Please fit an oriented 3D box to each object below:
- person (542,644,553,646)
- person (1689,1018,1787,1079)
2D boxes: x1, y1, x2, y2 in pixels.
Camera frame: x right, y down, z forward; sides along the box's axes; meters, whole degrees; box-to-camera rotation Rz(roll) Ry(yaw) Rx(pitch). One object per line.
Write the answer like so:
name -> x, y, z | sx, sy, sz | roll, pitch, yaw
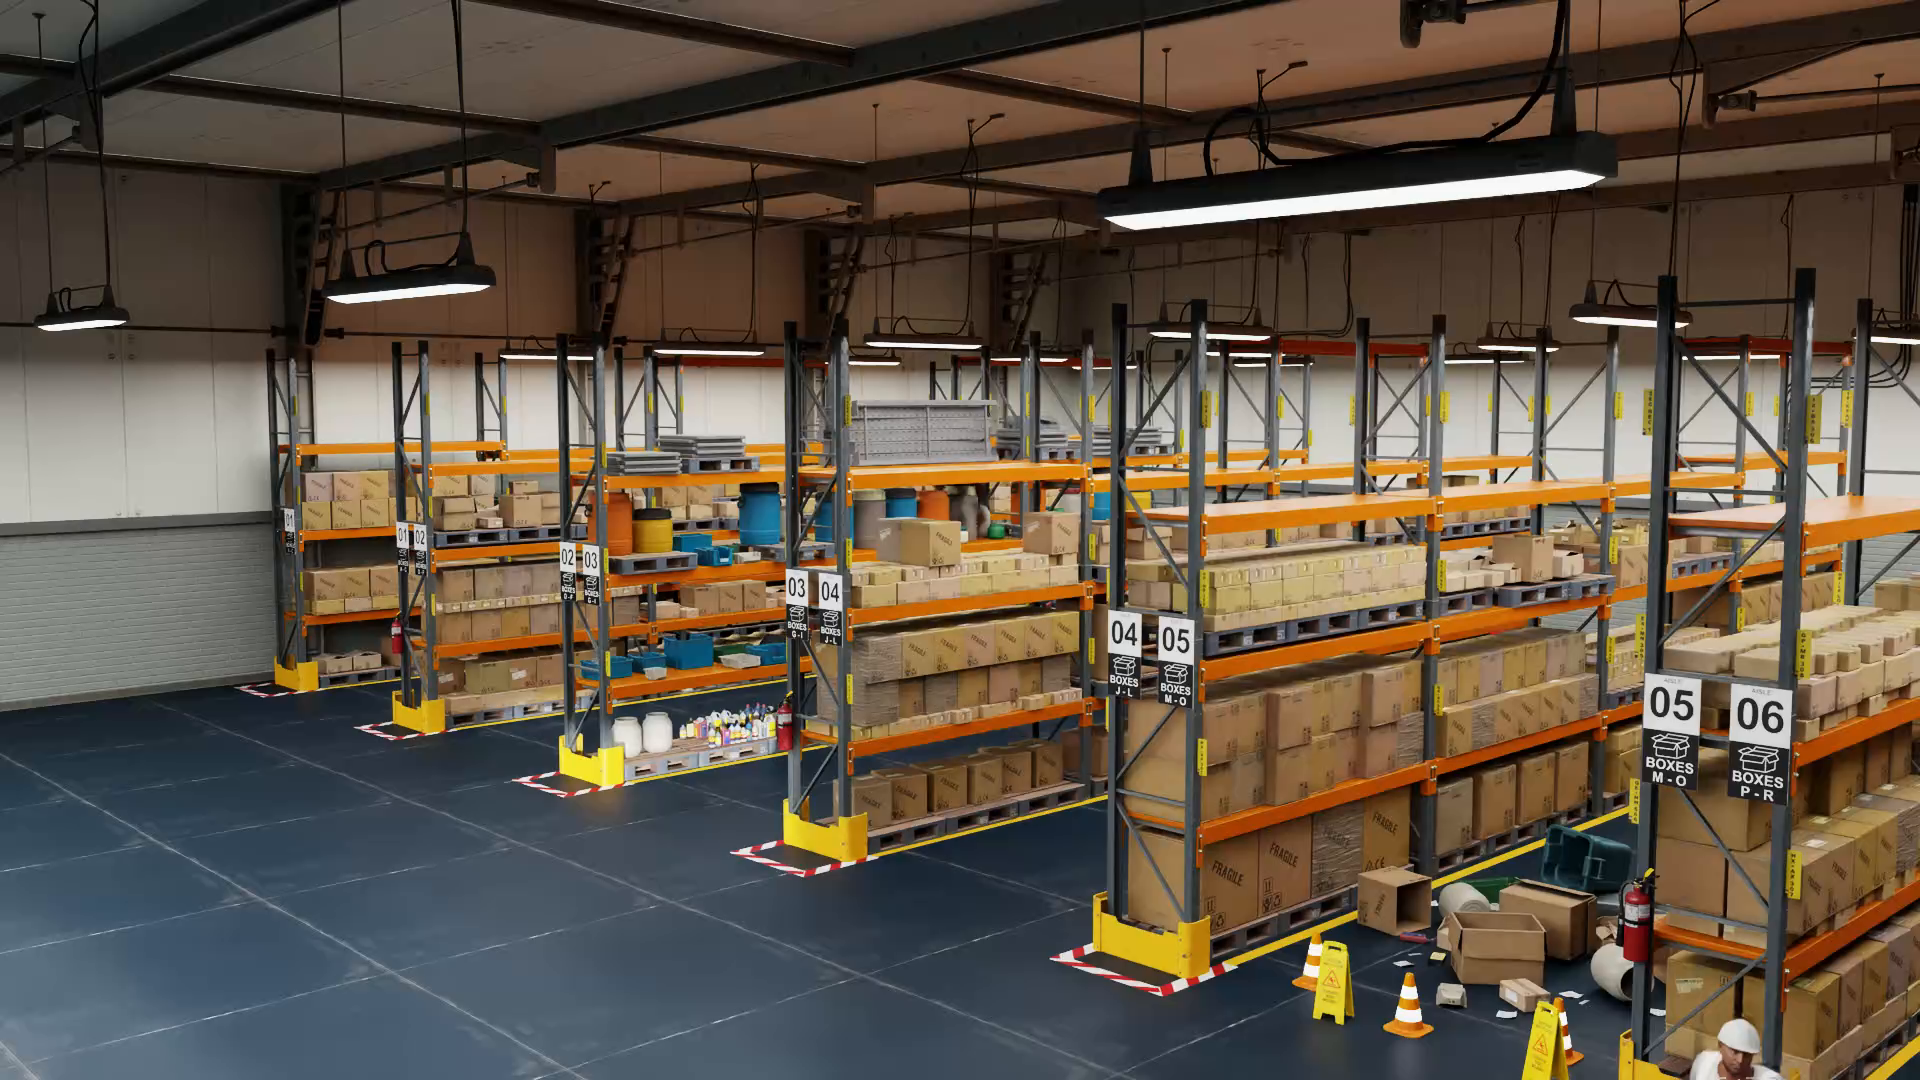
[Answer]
person -> -7.590, 1.674, 30.639 | 0.700, 1.712, 0.689 | 2, 5, 23
person -> 4.296, 3.486, 9.233 | 0.642, 1.727, 0.836 | 3, 6, 33
